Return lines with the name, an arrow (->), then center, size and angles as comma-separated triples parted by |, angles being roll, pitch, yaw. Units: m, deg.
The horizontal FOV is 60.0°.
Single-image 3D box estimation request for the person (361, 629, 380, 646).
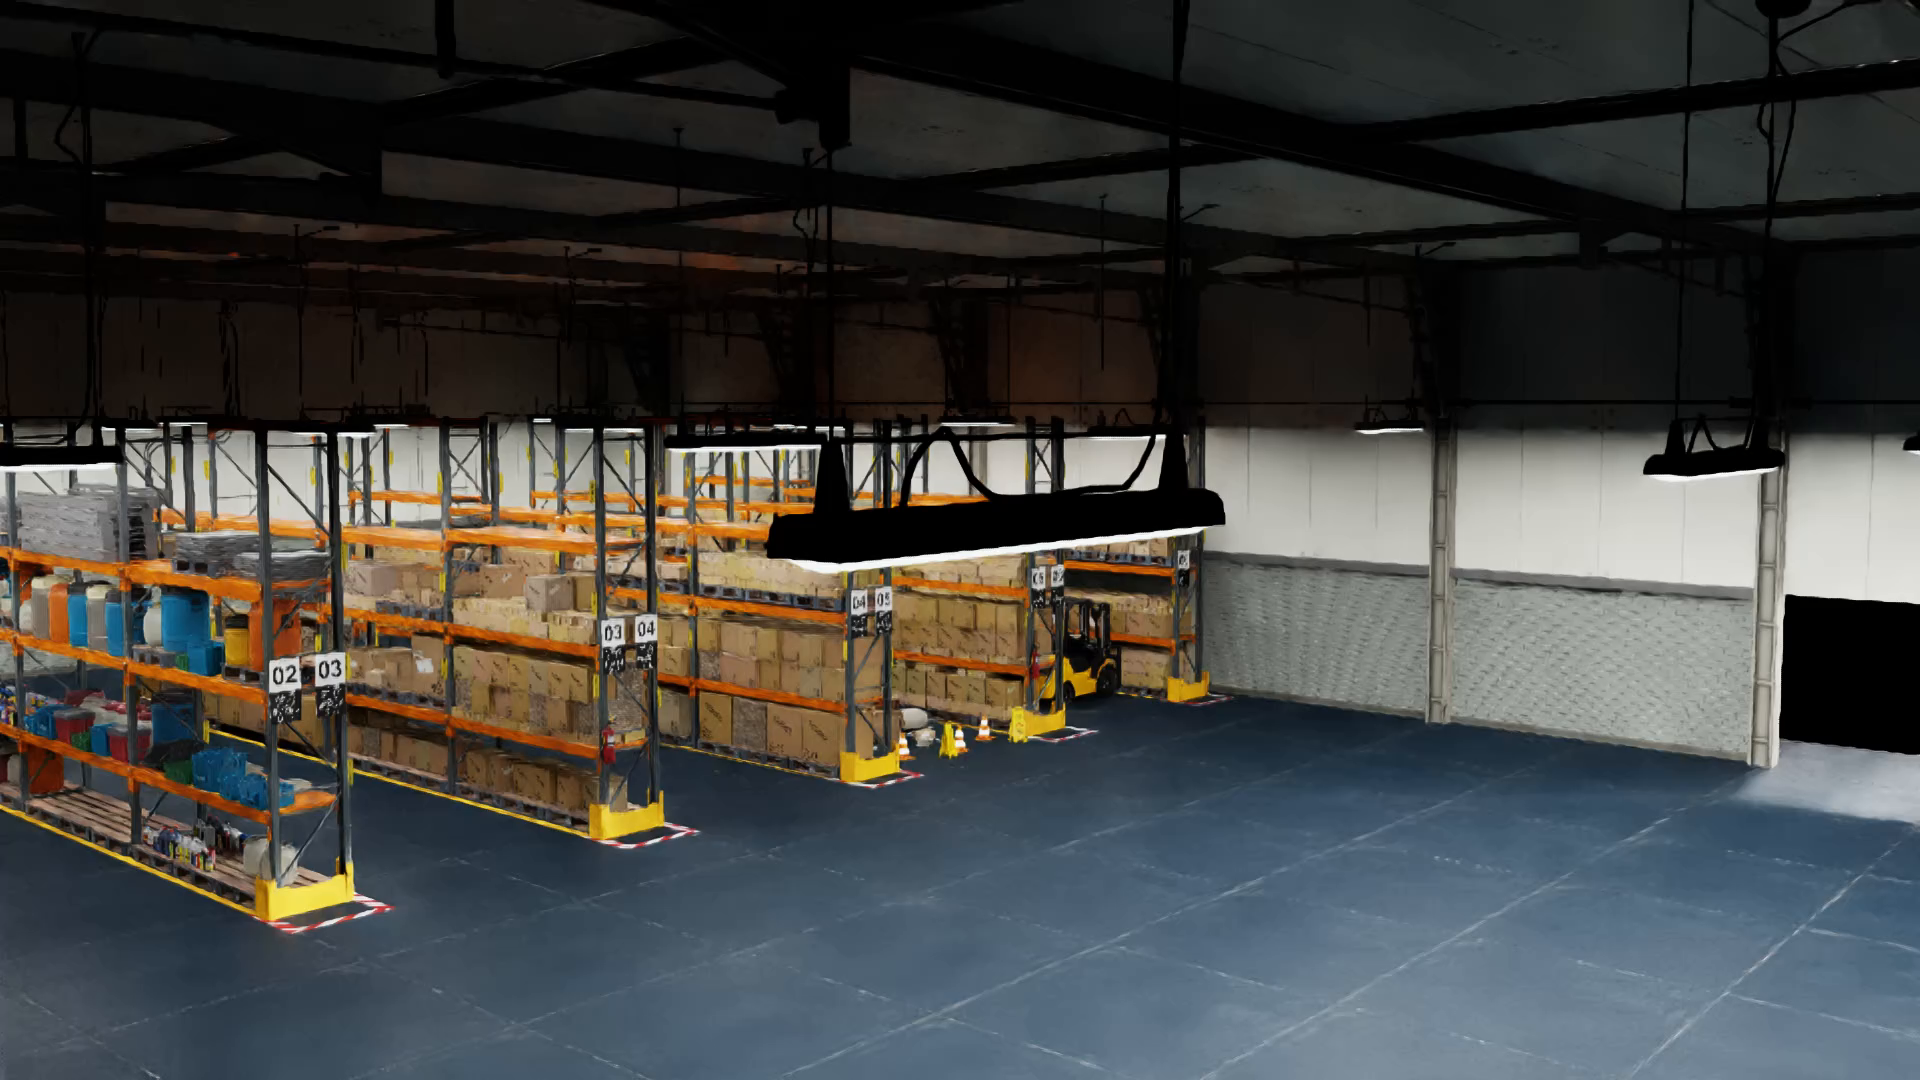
person -> -15.082, 1.990, 42.322 | 0.531, 1.667, 0.510 | -1, 5, -12
